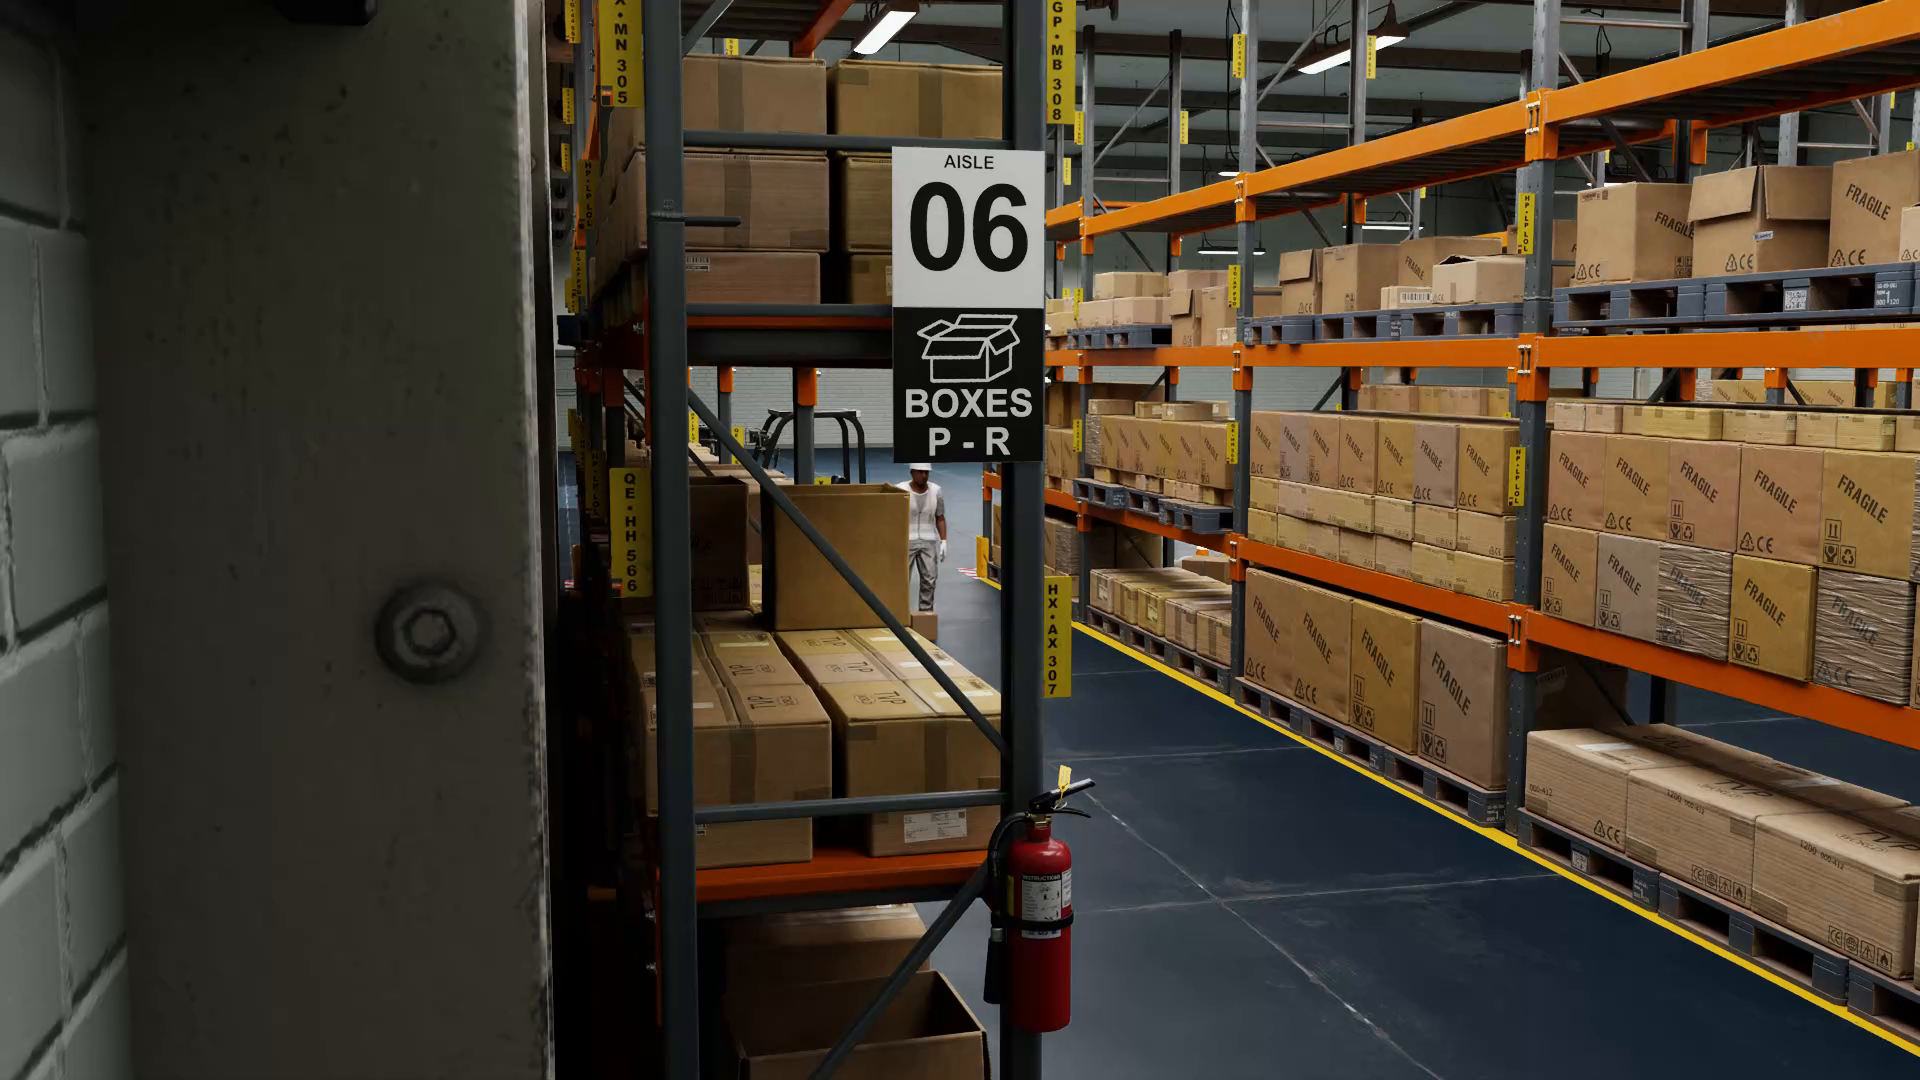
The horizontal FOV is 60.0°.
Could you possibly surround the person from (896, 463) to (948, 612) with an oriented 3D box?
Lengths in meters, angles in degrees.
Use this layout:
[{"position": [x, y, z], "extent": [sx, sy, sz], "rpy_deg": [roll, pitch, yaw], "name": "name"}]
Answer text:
[{"position": [-0.421, 0.055, 16.321], "extent": [0.629, 1.775, 0.446], "rpy_deg": [-2, 6, -17], "name": "person"}]
